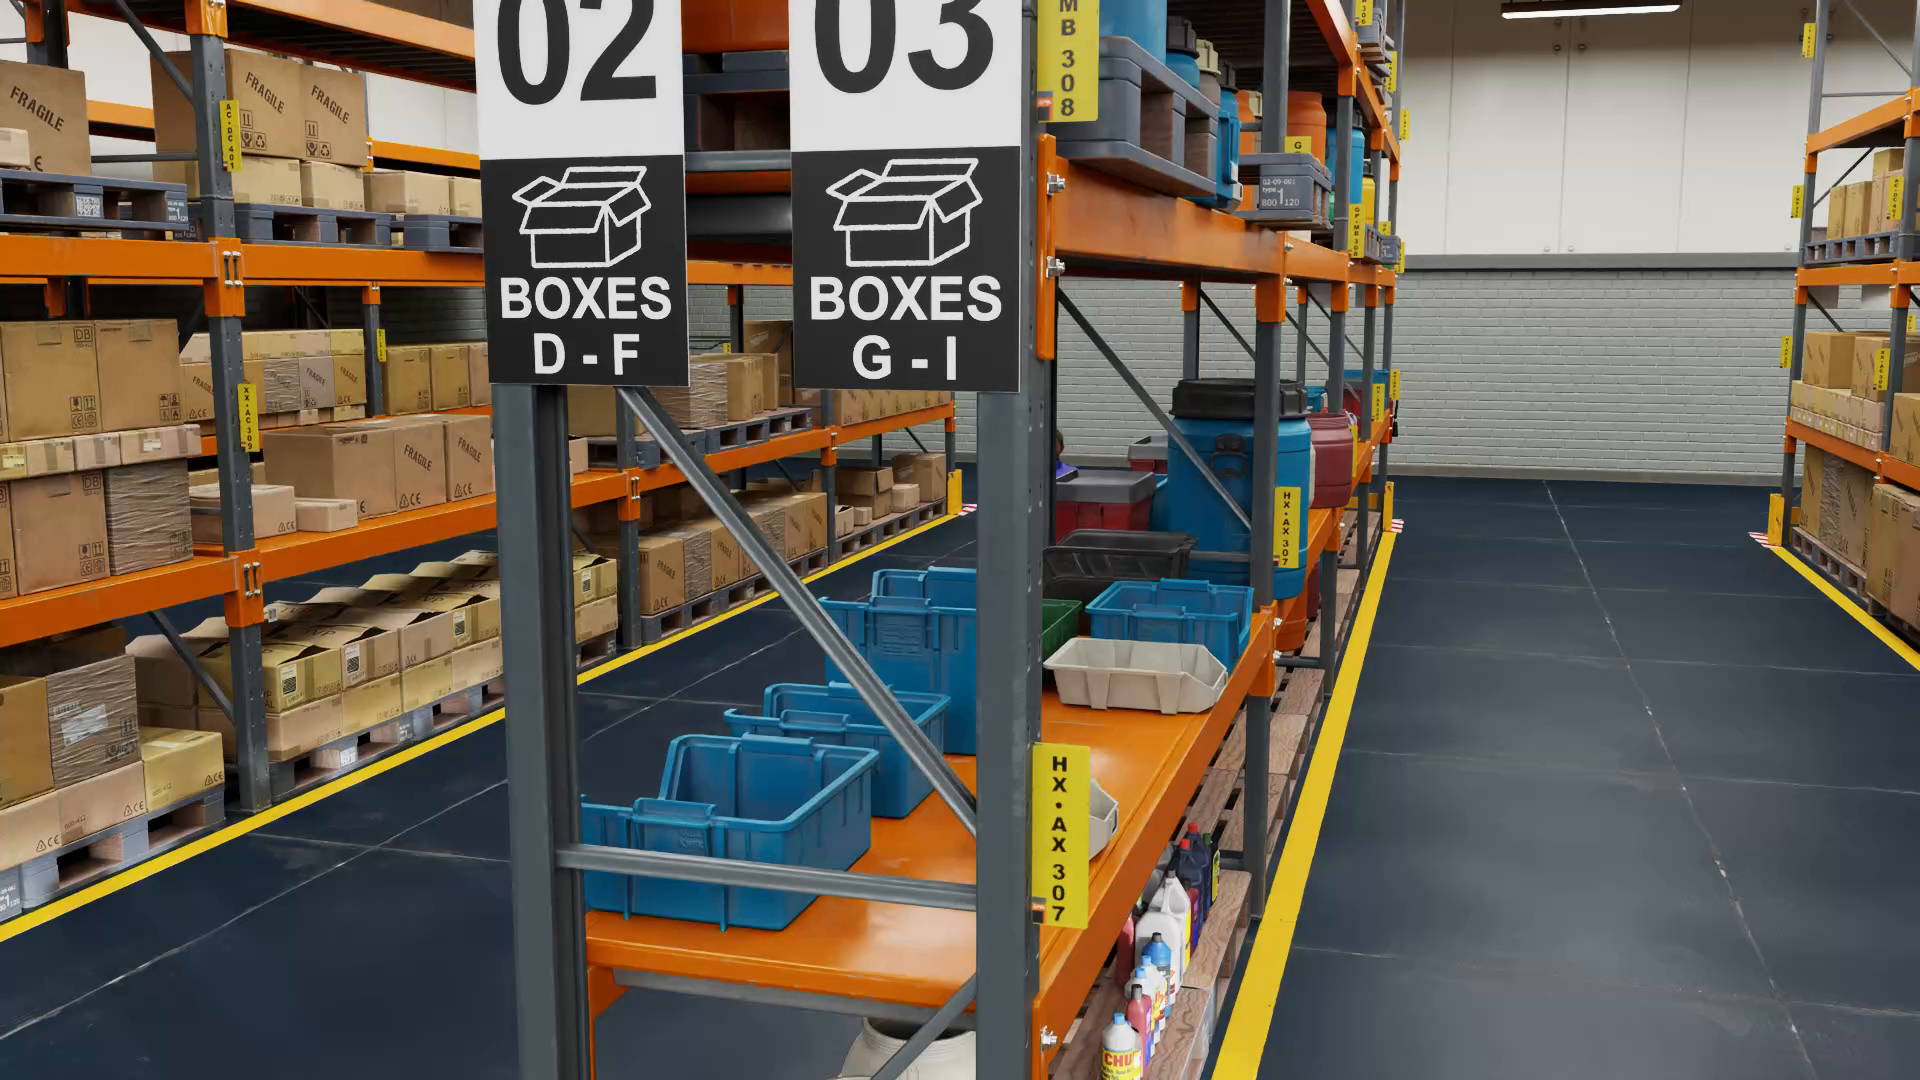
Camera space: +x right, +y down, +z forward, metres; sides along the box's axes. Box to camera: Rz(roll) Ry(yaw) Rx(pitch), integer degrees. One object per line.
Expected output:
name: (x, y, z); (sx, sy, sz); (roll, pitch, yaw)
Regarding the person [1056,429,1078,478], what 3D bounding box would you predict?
person: (0.626, 0.043, 11.584); (0.437, 1.658, 0.300); (3, 9, 17)
